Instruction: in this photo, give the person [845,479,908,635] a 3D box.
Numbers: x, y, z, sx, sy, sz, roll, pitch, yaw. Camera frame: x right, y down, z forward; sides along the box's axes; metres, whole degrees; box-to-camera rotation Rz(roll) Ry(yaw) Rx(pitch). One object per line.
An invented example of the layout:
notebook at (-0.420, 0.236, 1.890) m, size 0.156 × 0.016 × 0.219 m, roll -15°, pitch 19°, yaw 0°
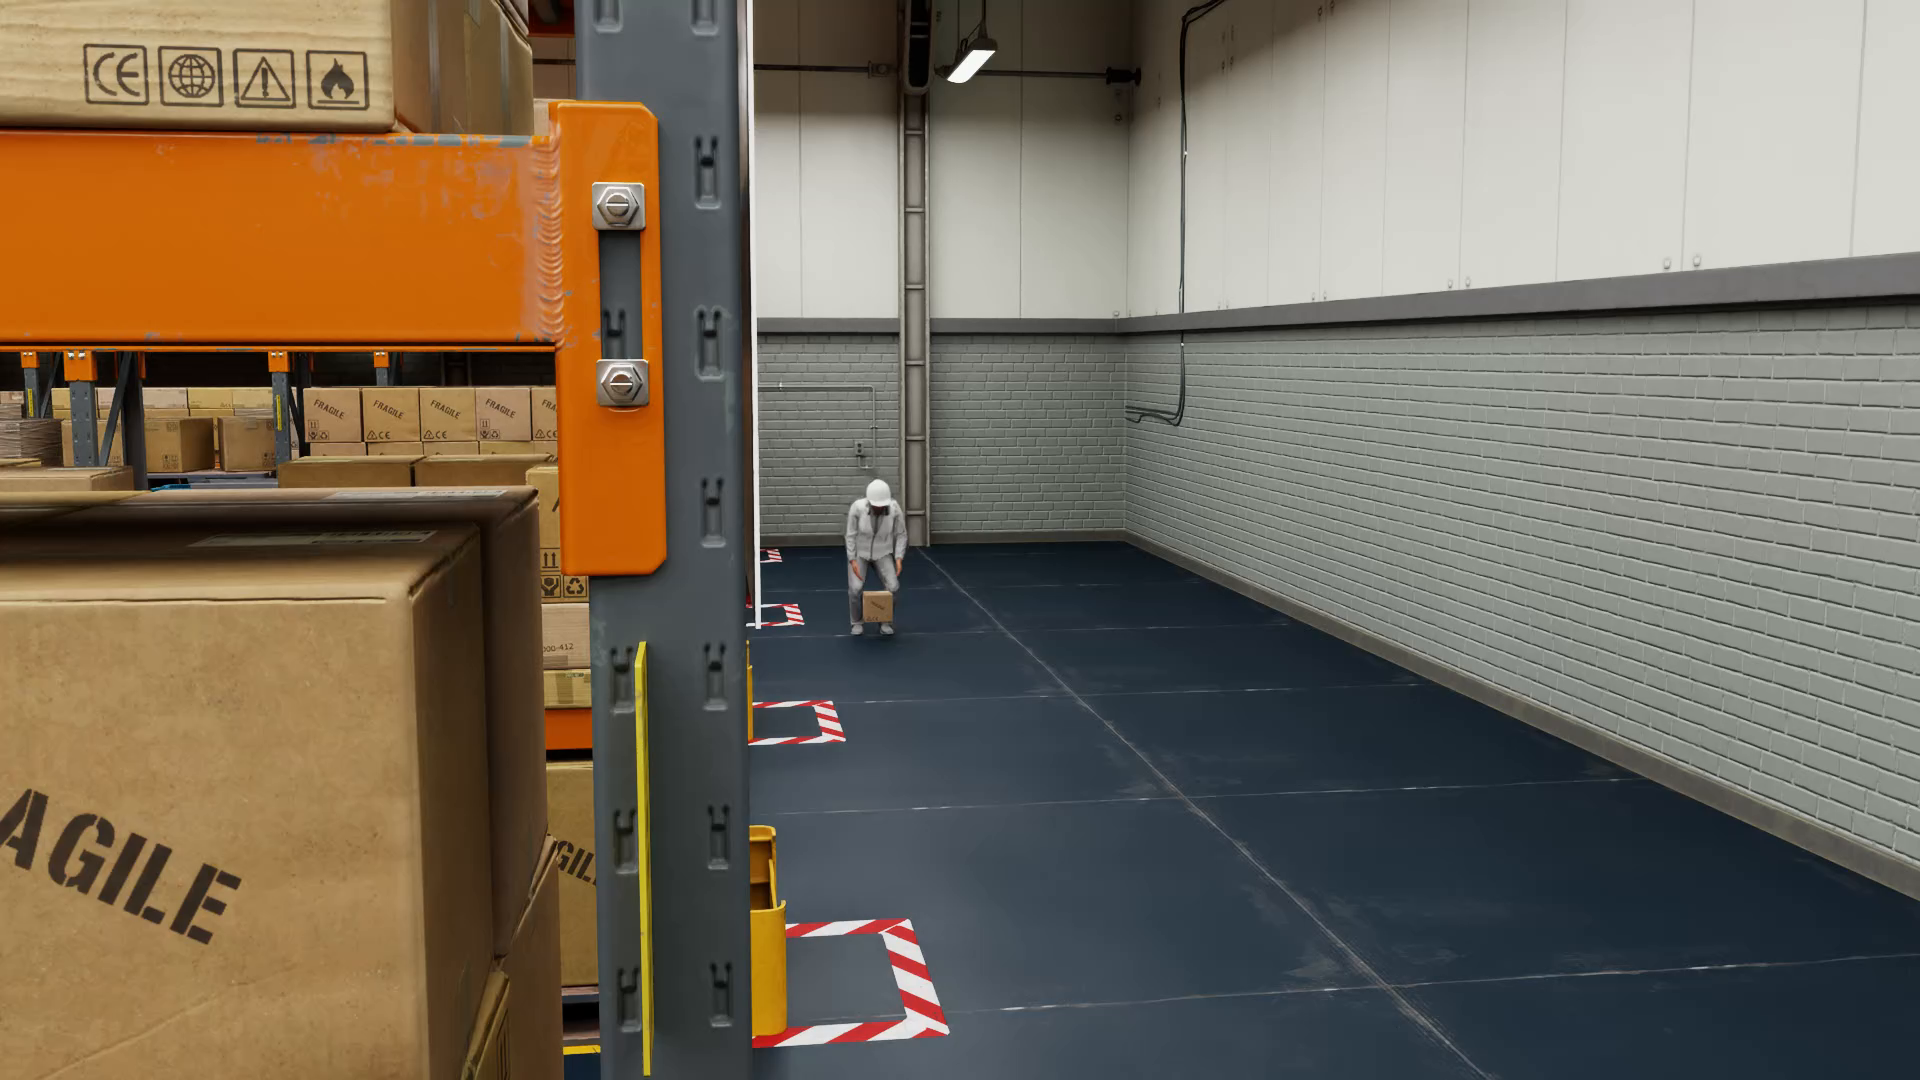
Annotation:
person at (-0.811, 0.154, 15.574) m, size 0.544 × 1.479 × 0.733 m, roll -1°, pitch 7°, yaw -8°
